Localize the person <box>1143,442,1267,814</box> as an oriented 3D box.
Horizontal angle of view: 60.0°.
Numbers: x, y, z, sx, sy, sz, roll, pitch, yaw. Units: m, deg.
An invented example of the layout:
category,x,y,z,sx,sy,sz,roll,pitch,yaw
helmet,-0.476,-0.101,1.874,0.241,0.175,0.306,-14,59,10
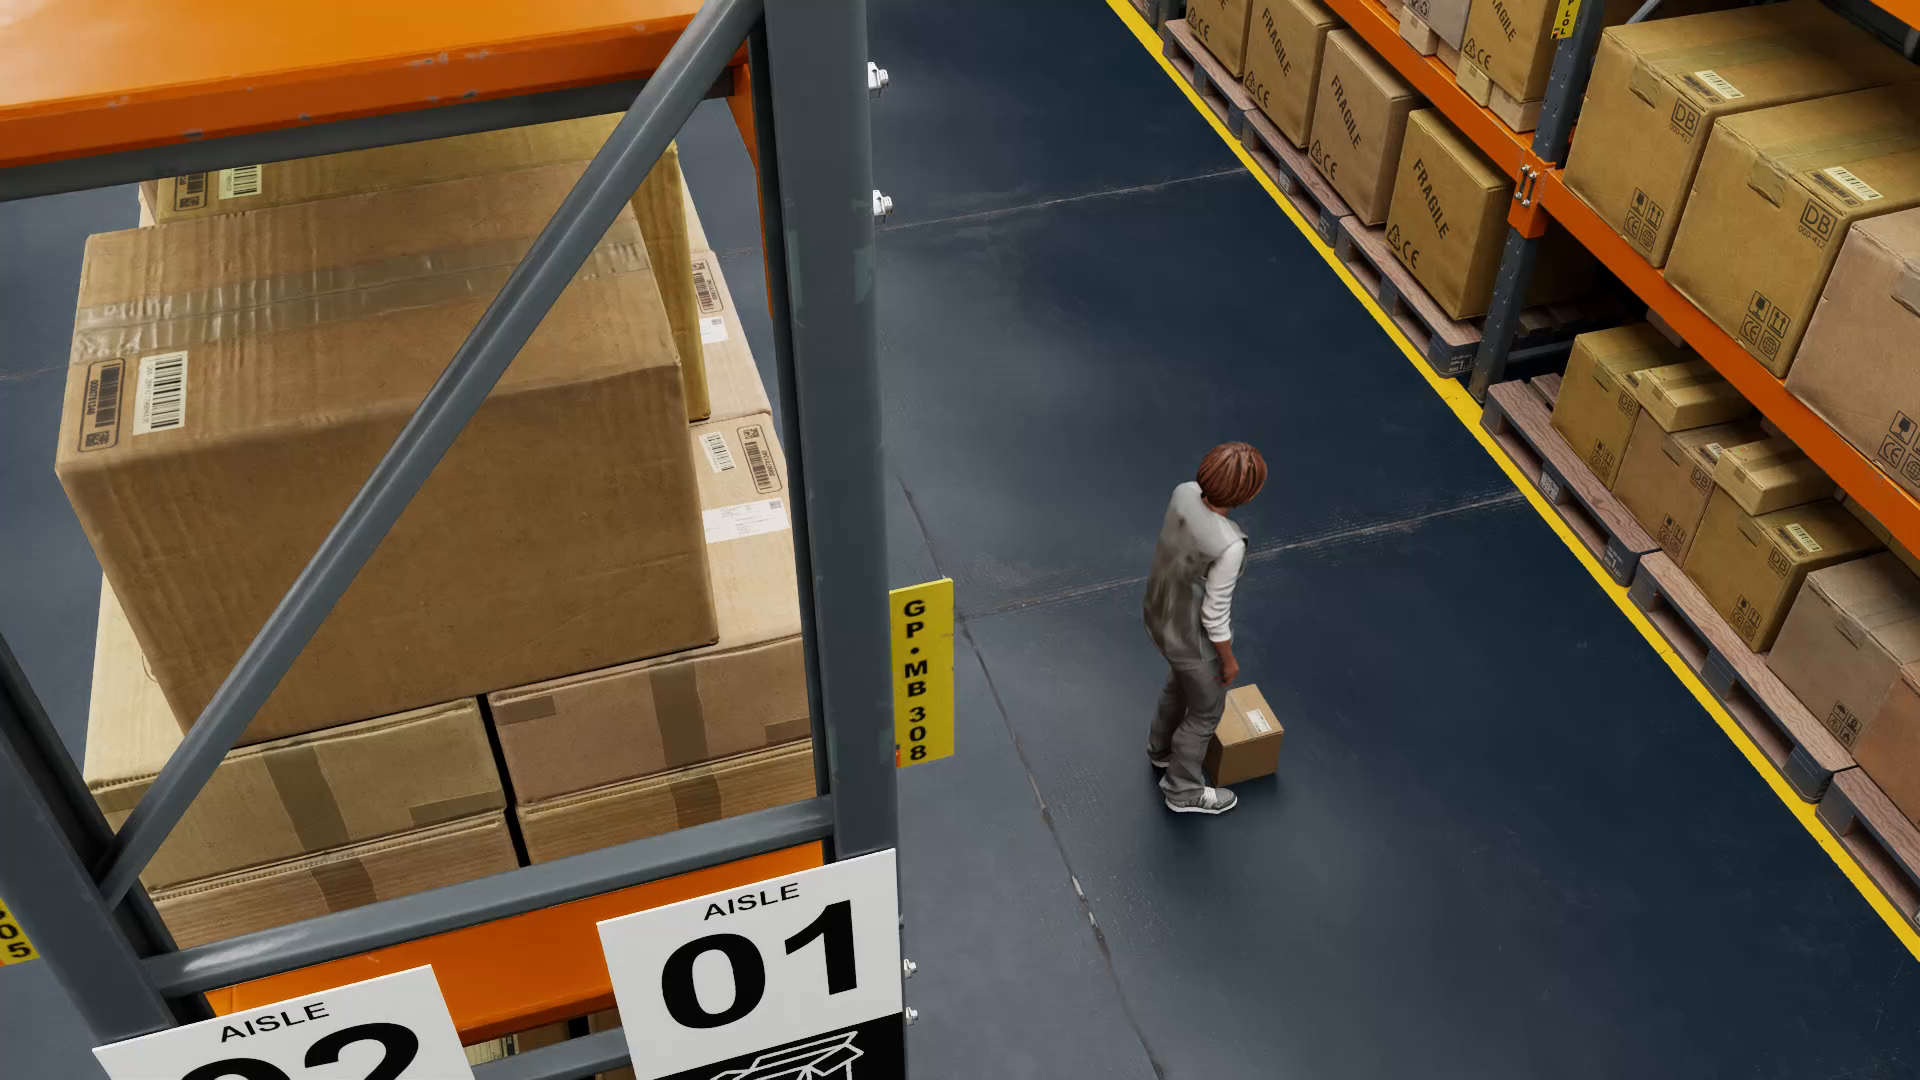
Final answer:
category,x,y,z,sx,sy,sz,roll,pitch,yaw
person,0.837,0.310,5.834,0.364,1.593,0.462,-12,44,-12
